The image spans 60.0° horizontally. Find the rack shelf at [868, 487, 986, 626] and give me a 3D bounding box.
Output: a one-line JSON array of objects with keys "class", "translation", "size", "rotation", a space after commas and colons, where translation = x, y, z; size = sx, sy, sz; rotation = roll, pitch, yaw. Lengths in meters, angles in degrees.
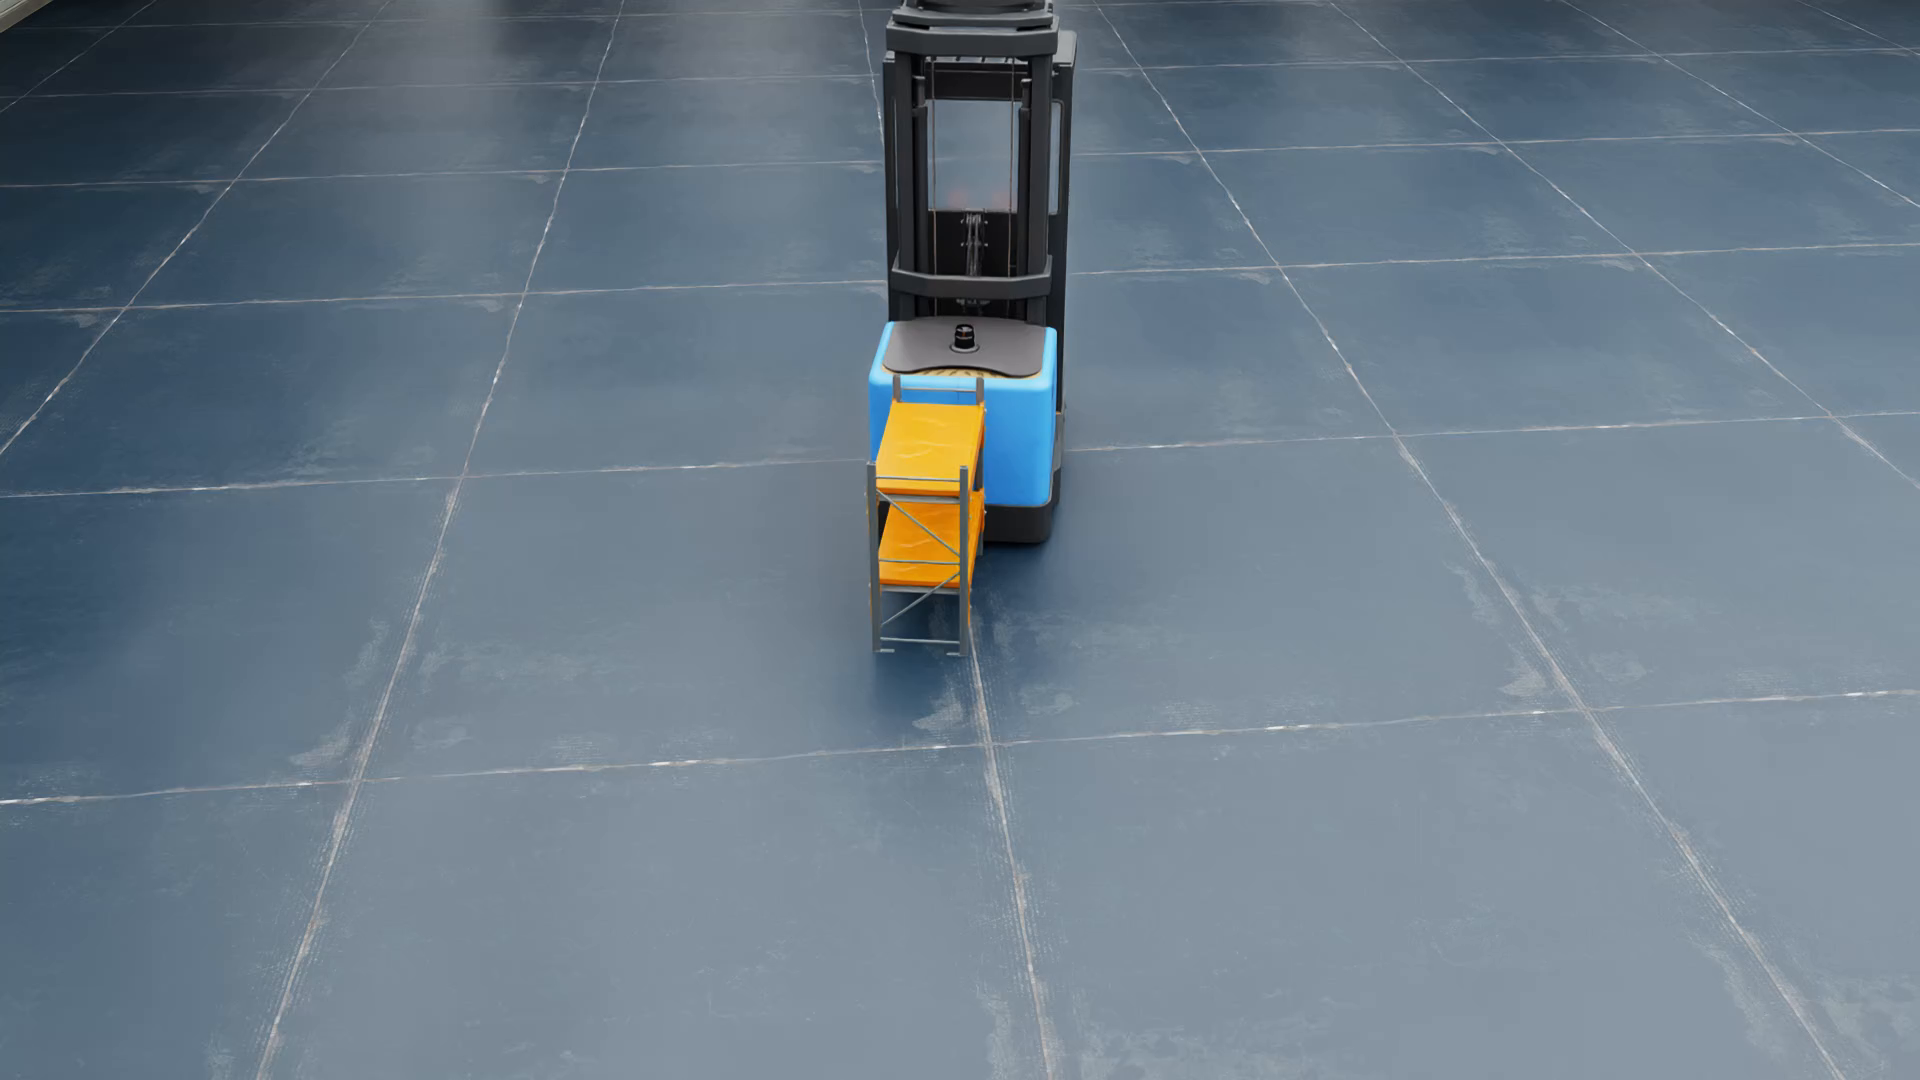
[{"class": "rack shelf", "translation": [-0.163, 0.064, 9.023], "size": [0.538, 0.278, 1.000], "rotation": [3, 31, 4]}]

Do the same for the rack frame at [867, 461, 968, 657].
[{"class": "rack frame", "translation": [-0.209, 0.114, 8.463], "size": [0.500, 1.125, 0.032], "rotation": [3, 31, 4]}]

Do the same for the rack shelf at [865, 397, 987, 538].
[{"class": "rack shelf", "translation": [-0.163, -0.397, 8.747], "size": [0.538, 0.278, 1.000], "rotation": [3, 31, 4]}]

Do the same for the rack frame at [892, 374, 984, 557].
[{"class": "rack frame", "translation": [-0.118, -0.406, 9.332], "size": [0.500, 1.125, 0.032], "rotation": [3, 31, 4]}]

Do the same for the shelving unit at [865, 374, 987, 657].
[{"class": "shelving unit", "translation": [-0.163, -0.146, 8.897], "size": [0.538, 1.125, 1.048], "rotation": [3, 31, 4]}]

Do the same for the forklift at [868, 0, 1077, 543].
[{"class": "forklift", "translation": [0.125, -1.972, 10.193], "size": [1.130, 2.935, 3.031], "rotation": [3, 31, 4]}]
